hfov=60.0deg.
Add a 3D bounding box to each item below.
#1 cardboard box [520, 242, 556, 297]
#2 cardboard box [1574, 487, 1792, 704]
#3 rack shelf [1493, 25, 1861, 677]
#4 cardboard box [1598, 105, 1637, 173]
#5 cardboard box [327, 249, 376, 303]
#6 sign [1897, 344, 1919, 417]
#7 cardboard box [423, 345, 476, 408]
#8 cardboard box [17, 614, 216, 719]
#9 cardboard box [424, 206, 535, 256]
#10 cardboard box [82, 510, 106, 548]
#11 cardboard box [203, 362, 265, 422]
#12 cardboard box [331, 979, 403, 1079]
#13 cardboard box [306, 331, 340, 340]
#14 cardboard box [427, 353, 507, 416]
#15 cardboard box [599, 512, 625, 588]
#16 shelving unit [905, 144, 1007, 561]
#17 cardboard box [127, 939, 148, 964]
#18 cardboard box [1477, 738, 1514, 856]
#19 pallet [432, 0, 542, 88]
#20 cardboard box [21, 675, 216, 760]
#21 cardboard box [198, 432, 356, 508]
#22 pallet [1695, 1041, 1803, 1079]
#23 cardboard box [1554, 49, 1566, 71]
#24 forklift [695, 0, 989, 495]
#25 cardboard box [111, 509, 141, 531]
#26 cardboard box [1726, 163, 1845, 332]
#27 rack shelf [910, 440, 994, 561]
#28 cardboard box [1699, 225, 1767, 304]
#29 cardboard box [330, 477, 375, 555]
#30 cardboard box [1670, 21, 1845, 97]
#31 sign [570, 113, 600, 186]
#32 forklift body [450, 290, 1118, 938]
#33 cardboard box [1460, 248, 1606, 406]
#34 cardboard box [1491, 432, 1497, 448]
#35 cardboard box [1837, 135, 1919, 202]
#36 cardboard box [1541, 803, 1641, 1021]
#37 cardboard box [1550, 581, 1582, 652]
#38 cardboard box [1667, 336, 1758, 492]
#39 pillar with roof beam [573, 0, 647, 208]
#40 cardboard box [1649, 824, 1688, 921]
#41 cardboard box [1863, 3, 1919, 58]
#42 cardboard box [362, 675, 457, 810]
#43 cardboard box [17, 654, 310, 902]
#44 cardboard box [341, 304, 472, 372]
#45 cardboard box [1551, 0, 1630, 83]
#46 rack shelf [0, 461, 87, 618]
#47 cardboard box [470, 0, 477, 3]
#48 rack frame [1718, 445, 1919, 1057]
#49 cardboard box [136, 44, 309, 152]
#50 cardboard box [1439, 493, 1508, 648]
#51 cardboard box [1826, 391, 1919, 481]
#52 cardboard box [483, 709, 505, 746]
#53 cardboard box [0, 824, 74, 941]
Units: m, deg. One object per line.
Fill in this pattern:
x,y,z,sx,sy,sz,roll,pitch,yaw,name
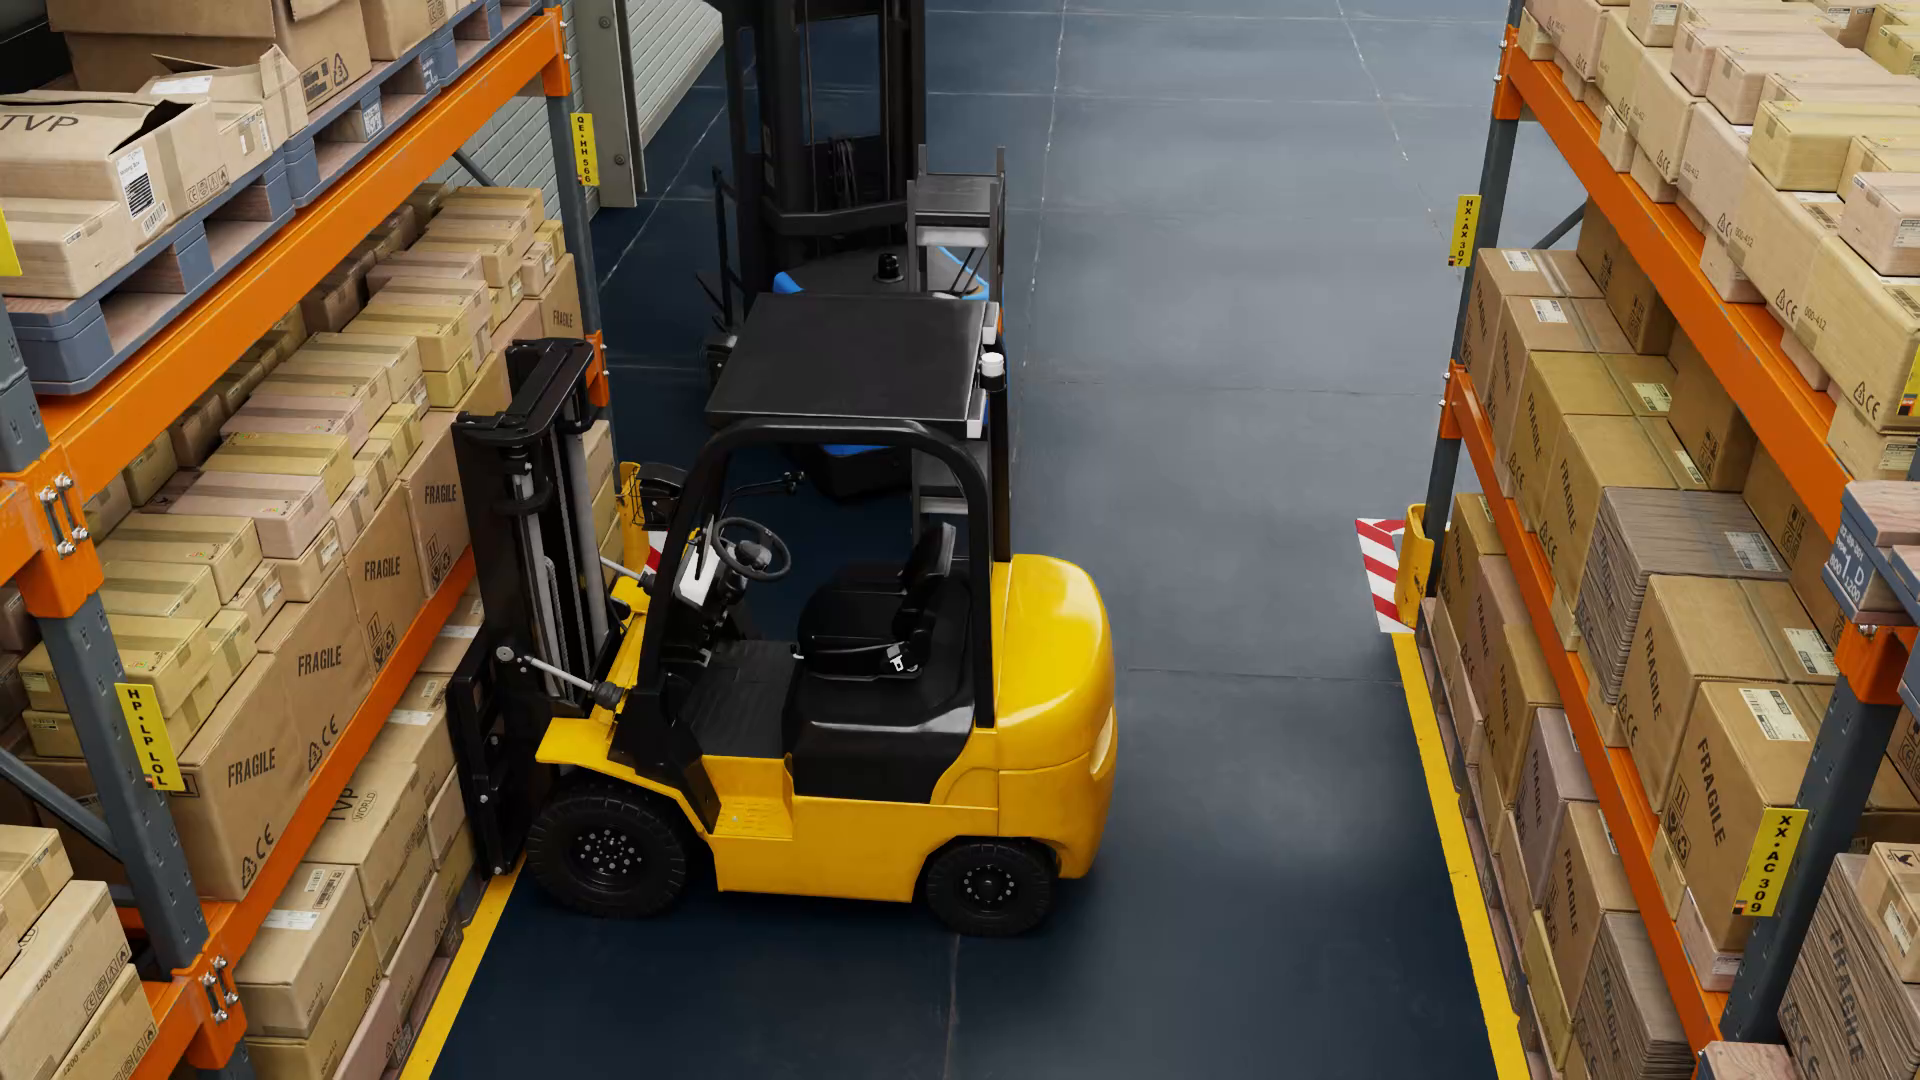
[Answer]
-1.943,-1.156,7.053,0.380,0.149,0.250,3,32,5,cardboard box
2.280,0.183,5.215,0.500,0.500,0.500,3,32,5,cardboard box
2.581,-0.880,5.146,1.077,0.370,4.000,2,32,4,rack shelf
2.292,-1.290,5.364,0.380,0.149,0.250,3,32,5,cardboard box
-2.541,-1.041,6.583,0.380,0.149,0.250,3,32,4,cardboard box
1.877,-0.380,3.155,0.100,0.325,0.005,2,32,4,sign
-2.032,-0.619,6.182,0.380,0.149,0.250,3,32,4,cardboard box
-2.207,0.327,4.363,0.380,0.149,0.250,3,32,5,cardboard box
-2.011,-1.284,6.977,0.380,0.149,0.250,3,32,4,cardboard box
-2.734,0.033,4.841,0.380,0.149,0.250,2,32,4,cardboard box
-2.616,-0.498,5.702,0.380,0.149,0.250,3,32,5,cardboard box
-2.160,1.679,5.386,0.500,0.250,0.500,3,32,4,cardboard box
-2.646,-0.789,6.458,0.380,0.149,0.250,3,32,4,cardboard box
-2.074,-0.400,6.445,0.500,0.500,0.500,2,32,3,cardboard box
-1.927,0.086,7.972,0.500,0.250,0.500,3,32,4,cardboard box
-0.013,-0.807,8.059,0.431,2.100,0.503,2,32,4,shelving unit
-2.682,1.227,5.168,0.500,0.250,0.500,3,32,5,cardboard box
2.322,0.999,6.490,0.500,0.250,0.500,5,32,7,cardboard box
-2.287,-2.036,6.420,1.003,0.211,1.213,2,32,4,pallet
-2.241,0.452,4.443,0.380,0.149,0.250,2,32,3,cardboard box
-2.147,-0.214,5.242,0.380,0.149,0.250,2,32,3,cardboard box
2.211,1.612,3.459,1.003,0.211,1.213,2,32,4,pallet
2.461,-1.824,6.232,0.380,0.149,0.250,1,32,2,cardboard box
-0.855,-2.244,9.598,1.130,2.935,3.031,-14,34,-21,forklift
-2.760,0.021,5.143,0.380,0.149,0.250,3,32,4,cardboard box
2.226,-0.710,4.043,0.500,0.250,0.500,2,32,3,cardboard box
-0.013,-0.200,8.433,0.431,0.518,0.480,2,32,4,rack shelf
2.238,-0.749,4.487,0.380,0.149,0.250,3,32,5,cardboard box
-2.111,-0.084,5.313,0.380,0.149,0.250,2,32,3,cardboard box
2.258,-1.363,4.723,0.380,0.149,0.250,3,32,5,cardboard box
-1.664,-1.729,7.366,0.100,0.325,0.005,2,32,4,sign
-0.539,0.266,6.269,2.313,2.155,1.214,2,32,4,forklift body
2.429,-0.889,6.954,0.500,0.500,0.500,2,32,3,cardboard box
2.401,-0.412,6.798,0.380,0.149,0.250,1,32,2,cardboard box
2.282,-0.820,3.841,0.380,0.149,0.250,3,32,5,cardboard box
2.239,1.222,5.414,0.500,0.500,0.500,3,32,5,cardboard box
2.256,0.262,5.705,0.380,0.149,0.250,3,32,4,cardboard box
2.754,-0.483,5.343,0.700,0.500,0.500,2,32,4,cardboard box
1.621,-6.347,10.472,9.100,9.000,0.400,2,32,4,pillar with roof beam
2.154,0.932,4.619,0.380,0.149,0.250,3,32,5,cardboard box
2.920,-1.472,4.900,0.380,0.149,0.250,3,32,5,cardboard box
-2.096,0.725,5.981,0.500,0.250,0.500,3,32,6,cardboard box
-2.233,0.663,4.720,0.500,0.500,0.500,2,32,3,cardboard box
-2.026,-0.743,6.099,0.380,0.149,0.250,3,32,5,cardboard box
2.387,-1.780,5.780,0.500,0.250,0.500,2,32,3,cardboard box
-2.692,1.001,2.092,1.077,0.370,4.000,2,32,4,rack shelf
-1.968,-2.110,6.200,0.380,0.149,0.250,2,32,3,cardboard box
2.419,1.136,4.047,1.000,3.000,0.127,2,32,4,rack frame
-2.105,-1.278,4.738,0.396,0.266,0.258,2,32,3,cardboard box
2.402,0.140,7.170,0.500,0.500,0.500,1,32,2,cardboard box
2.140,-0.212,3.615,0.380,0.149,0.250,3,32,4,cardboard box
-2.048,0.676,6.538,0.500,0.250,0.500,2,32,4,cardboard box
-2.335,0.796,3.886,0.380,0.149,0.250,4,32,6,cardboard box
